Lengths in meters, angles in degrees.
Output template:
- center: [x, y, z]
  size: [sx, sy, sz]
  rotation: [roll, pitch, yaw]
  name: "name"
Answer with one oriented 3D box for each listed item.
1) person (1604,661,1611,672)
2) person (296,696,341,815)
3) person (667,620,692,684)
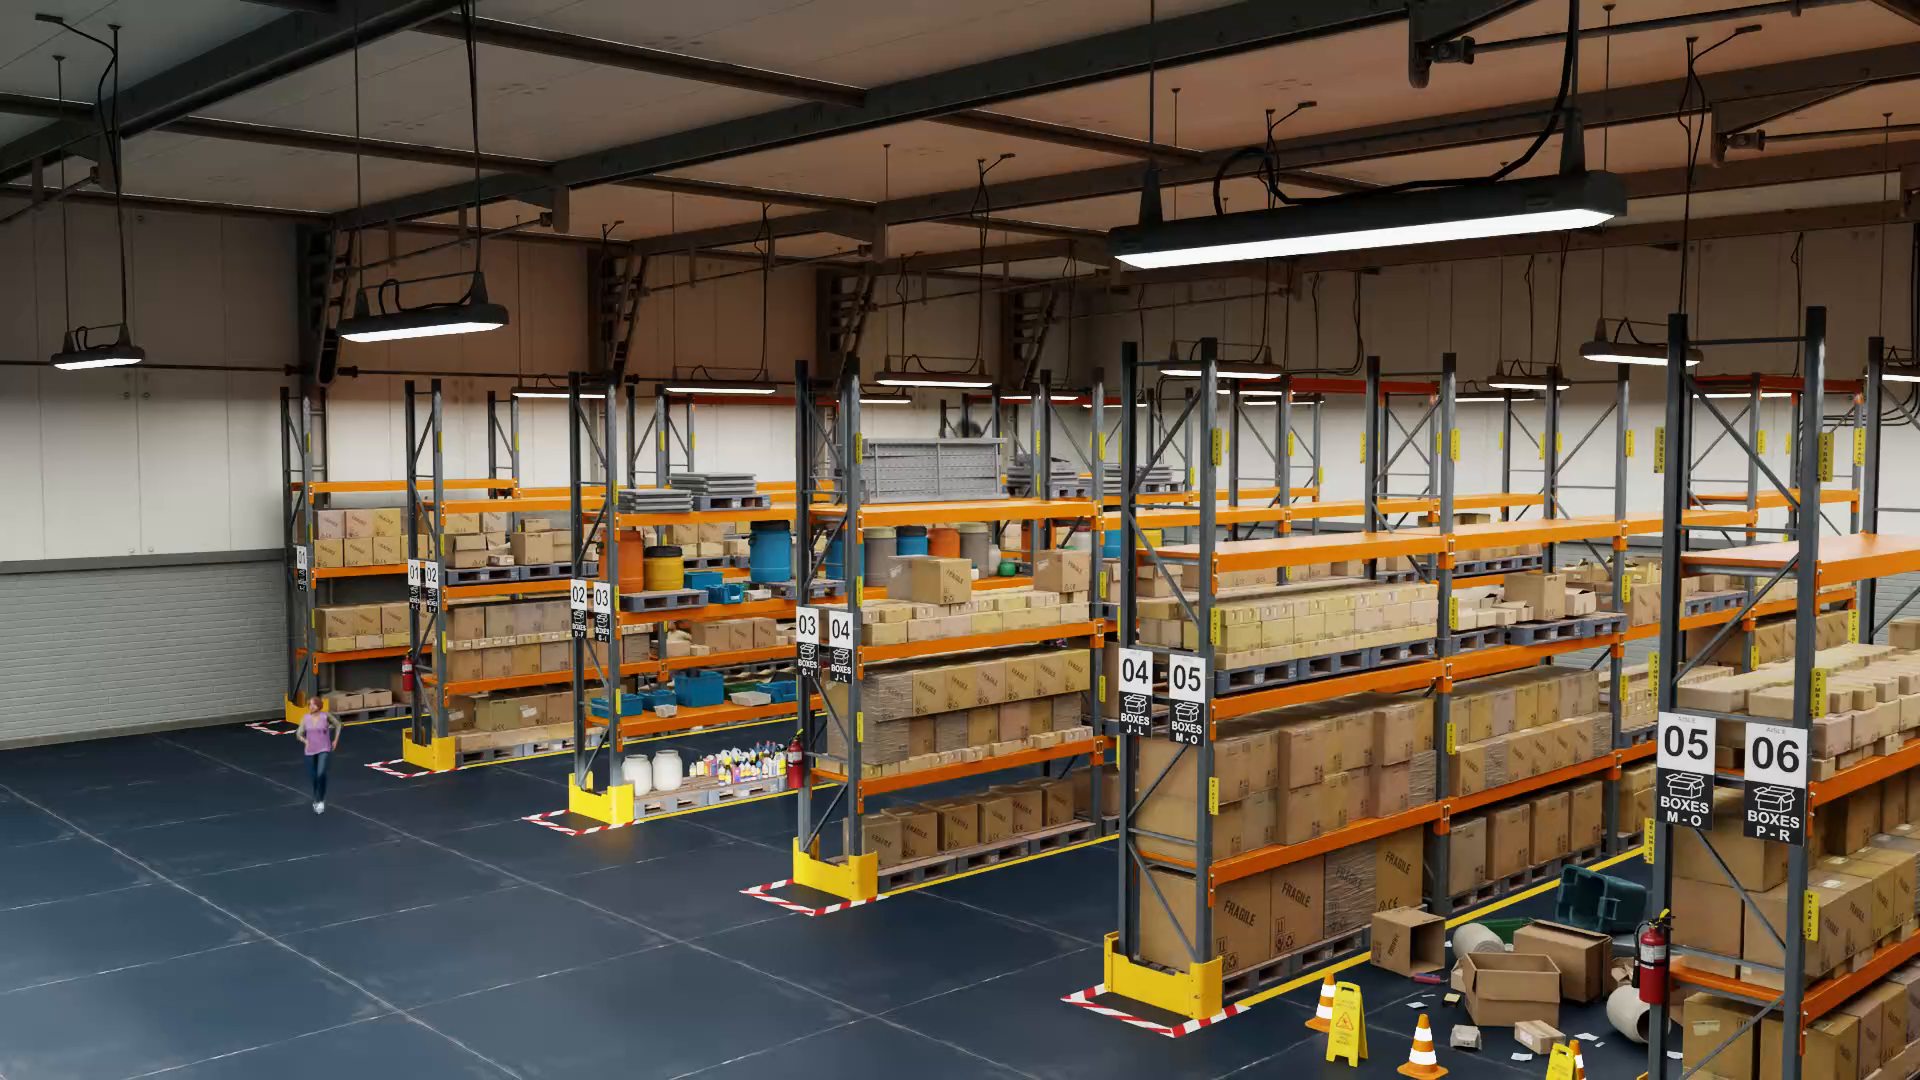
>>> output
- center: [9.775, 2.702, 25.010]
  size: [0.900, 1.769, 0.711]
  rotation: [-3, 5, -38]
  name: "person"
- center: [-8.761, 2.927, 22.688]
  size: [0.543, 1.609, 0.665]
  rotation: [0, 4, -7]
  name: "person"
- center: [-5.417, 2.327, 31.651]
  size: [0.592, 1.719, 0.698]
  rotation: [3, 5, 44]
  name: "person"
